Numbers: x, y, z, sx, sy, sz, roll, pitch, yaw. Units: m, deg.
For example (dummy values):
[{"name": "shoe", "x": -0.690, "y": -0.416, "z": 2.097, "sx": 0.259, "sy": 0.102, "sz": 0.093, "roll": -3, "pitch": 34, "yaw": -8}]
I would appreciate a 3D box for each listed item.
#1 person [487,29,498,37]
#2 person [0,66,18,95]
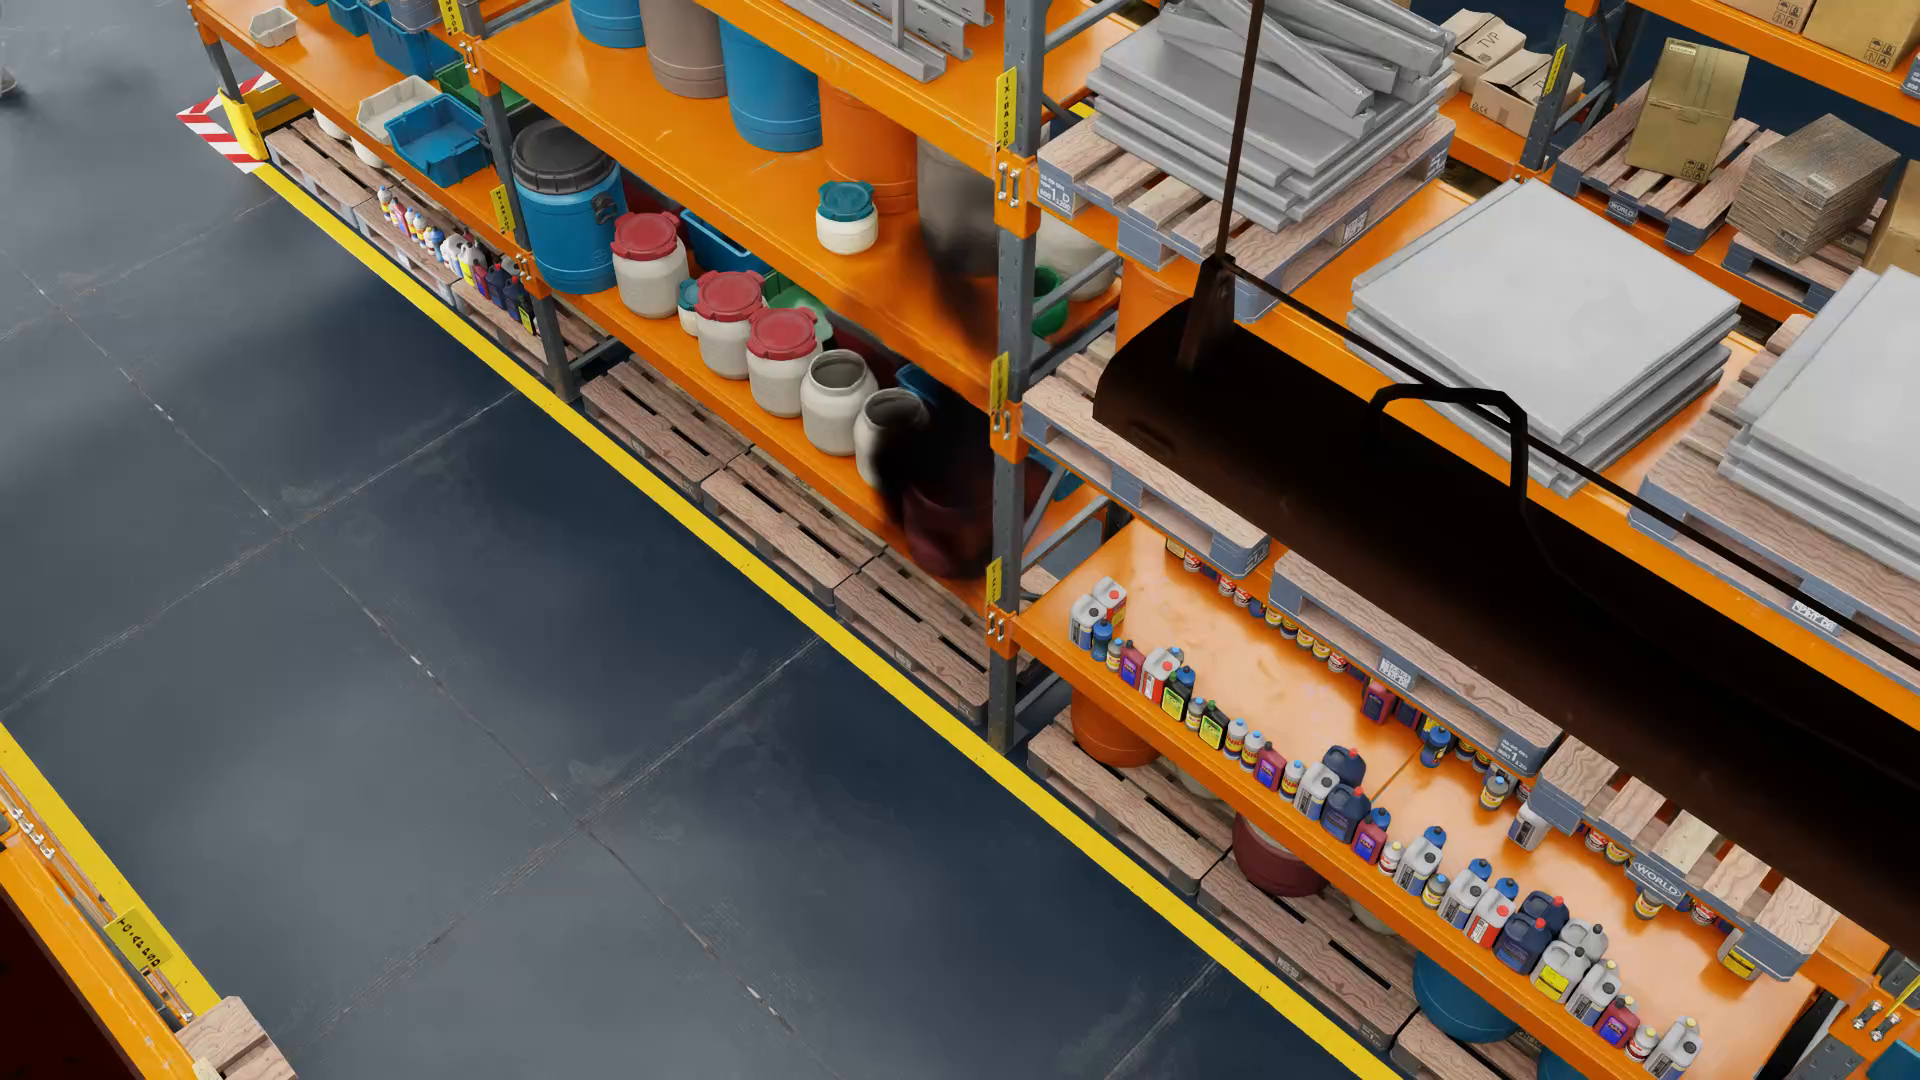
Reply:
[{"name": "person", "x": -4.137, "y": -4.561, "z": 13.108, "sx": 0.584, "sy": 1.756, "sz": 0.689, "roll": 25, "pitch": 54, "yaw": 19}, {"name": "person", "x": -7.919, "y": -4.120, "z": 12.699, "sx": 0.698, "sy": 1.784, "sz": 0.636, "roll": -20, "pitch": 53, "yaw": -16}]
